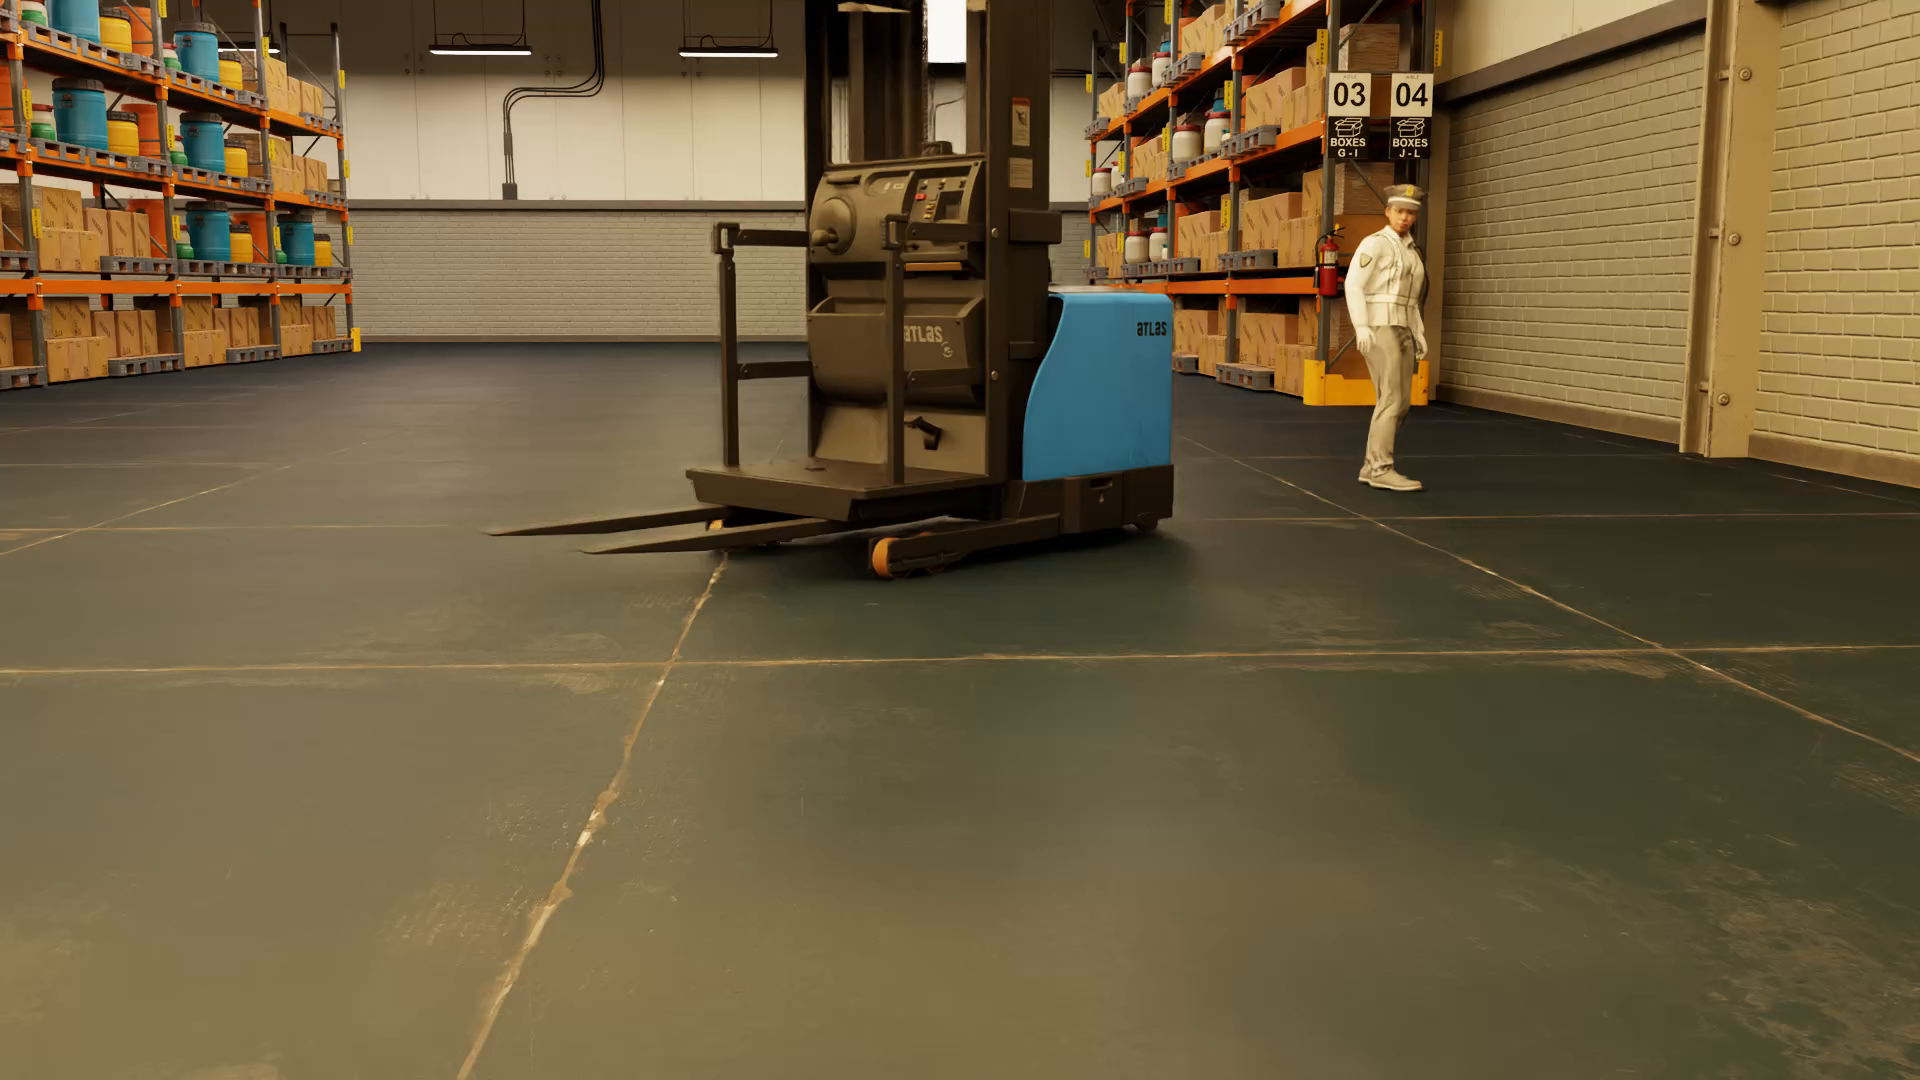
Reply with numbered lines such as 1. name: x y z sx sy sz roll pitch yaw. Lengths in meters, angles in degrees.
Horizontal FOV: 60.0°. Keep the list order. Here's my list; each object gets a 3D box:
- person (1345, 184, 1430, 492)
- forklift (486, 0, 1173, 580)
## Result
1. person: 2.430 -1.120 9.212 0.451 1.660 0.677 7 11 39
2. forklift: -0.417 -1.382 6.638 1.130 2.935 3.031 8 12 43
